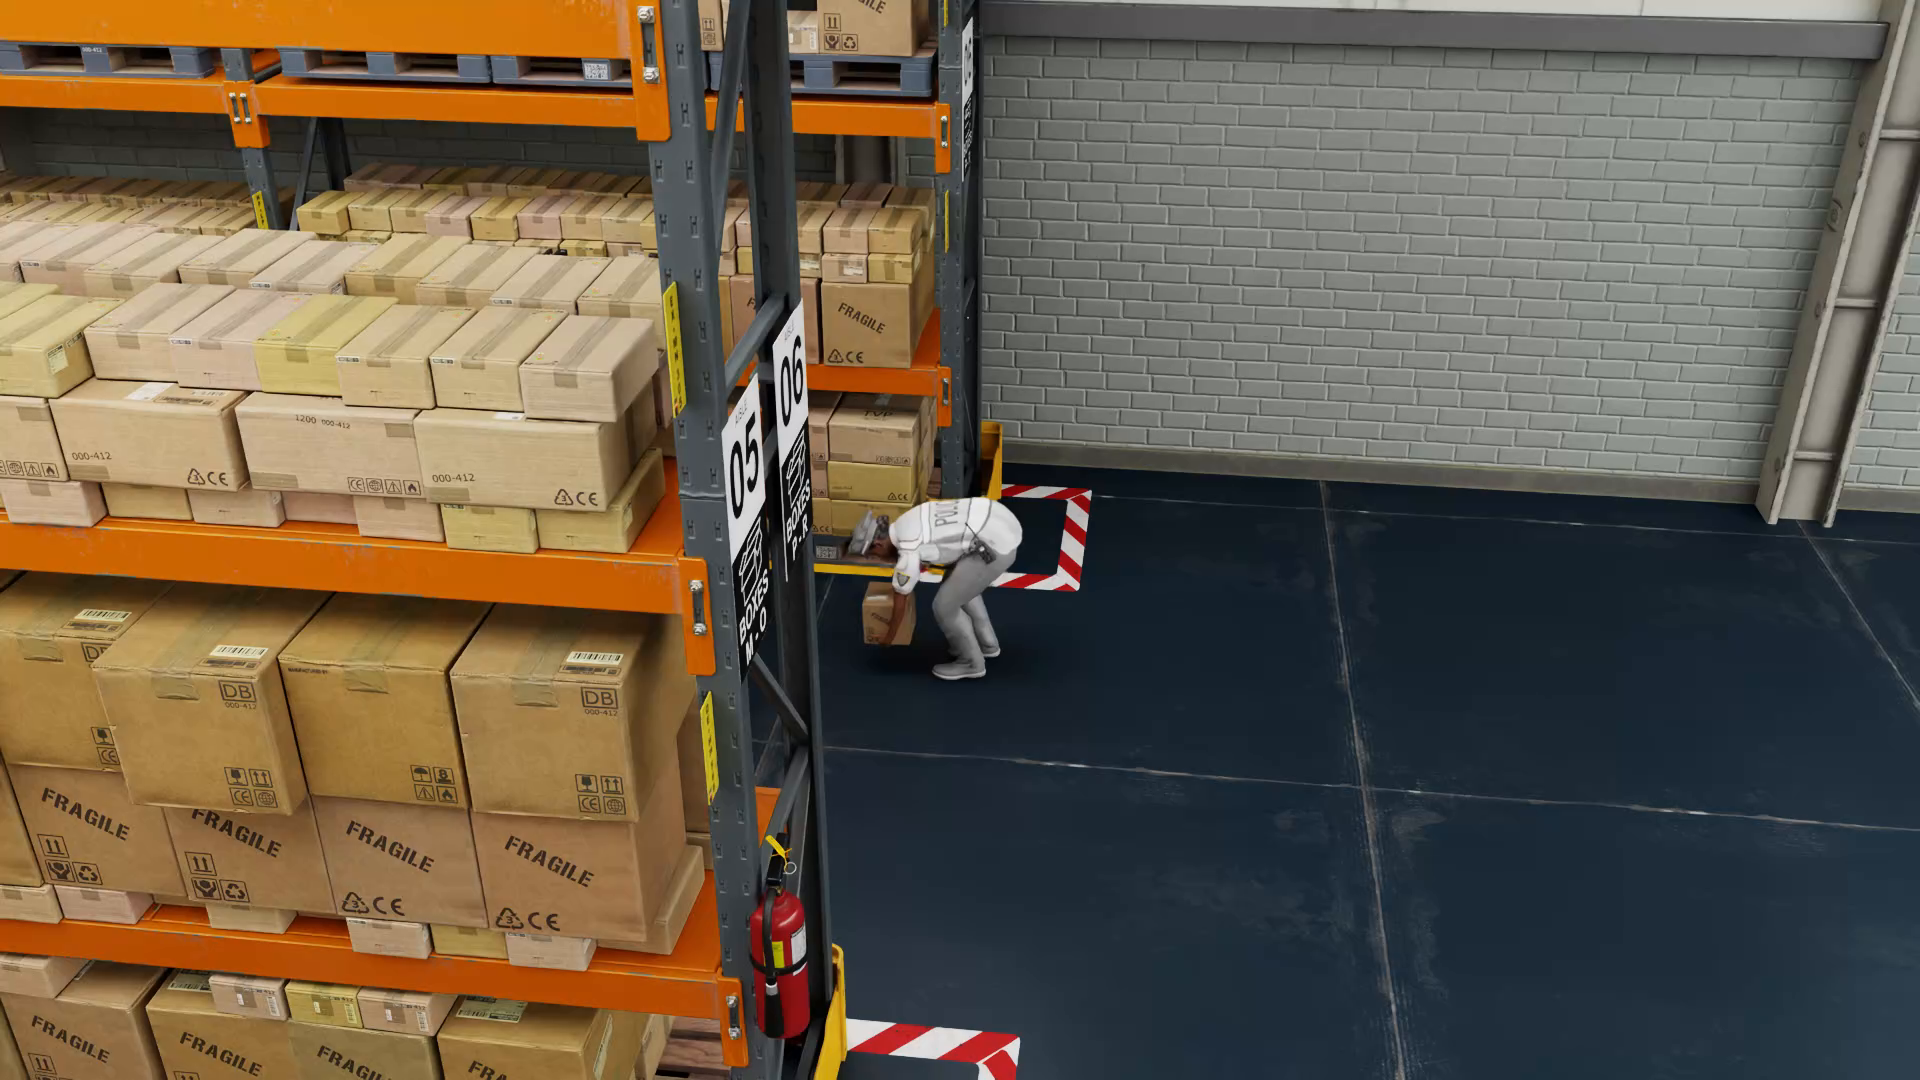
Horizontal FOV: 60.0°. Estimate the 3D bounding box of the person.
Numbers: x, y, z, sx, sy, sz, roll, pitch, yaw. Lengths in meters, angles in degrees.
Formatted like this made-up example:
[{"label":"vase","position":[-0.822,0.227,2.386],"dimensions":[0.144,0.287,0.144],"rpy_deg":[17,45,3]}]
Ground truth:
[{"label":"person","position":[-0.136,0.247,8.971],"dimensions":[0.931,0.999,0.433],"rpy_deg":[2,29,4]}]
